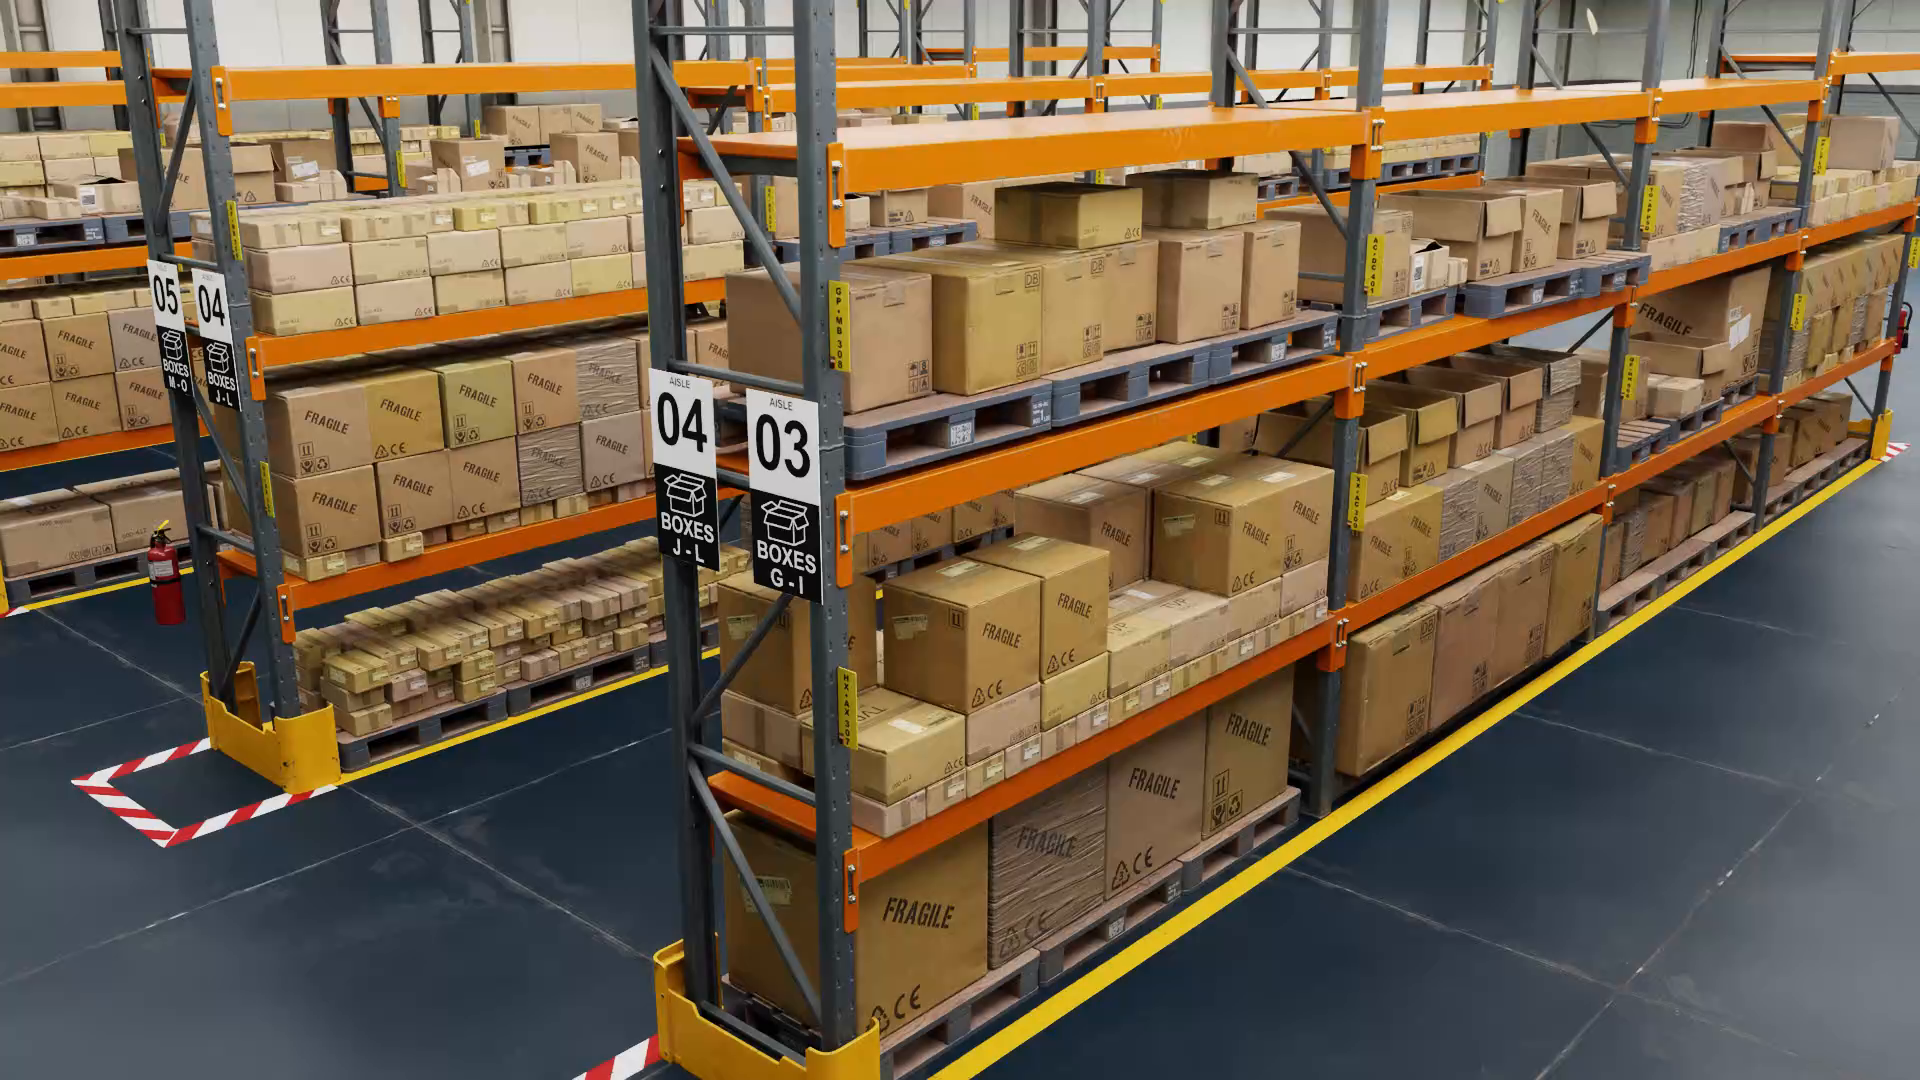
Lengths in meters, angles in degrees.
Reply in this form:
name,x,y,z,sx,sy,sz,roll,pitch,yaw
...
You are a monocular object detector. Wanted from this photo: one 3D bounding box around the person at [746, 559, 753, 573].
name,x,y,z,sx,sy,sz,roll,pitch,yaw
person,-1.175,0.635,10.503,0.473,1.602,1.035,6,18,18
